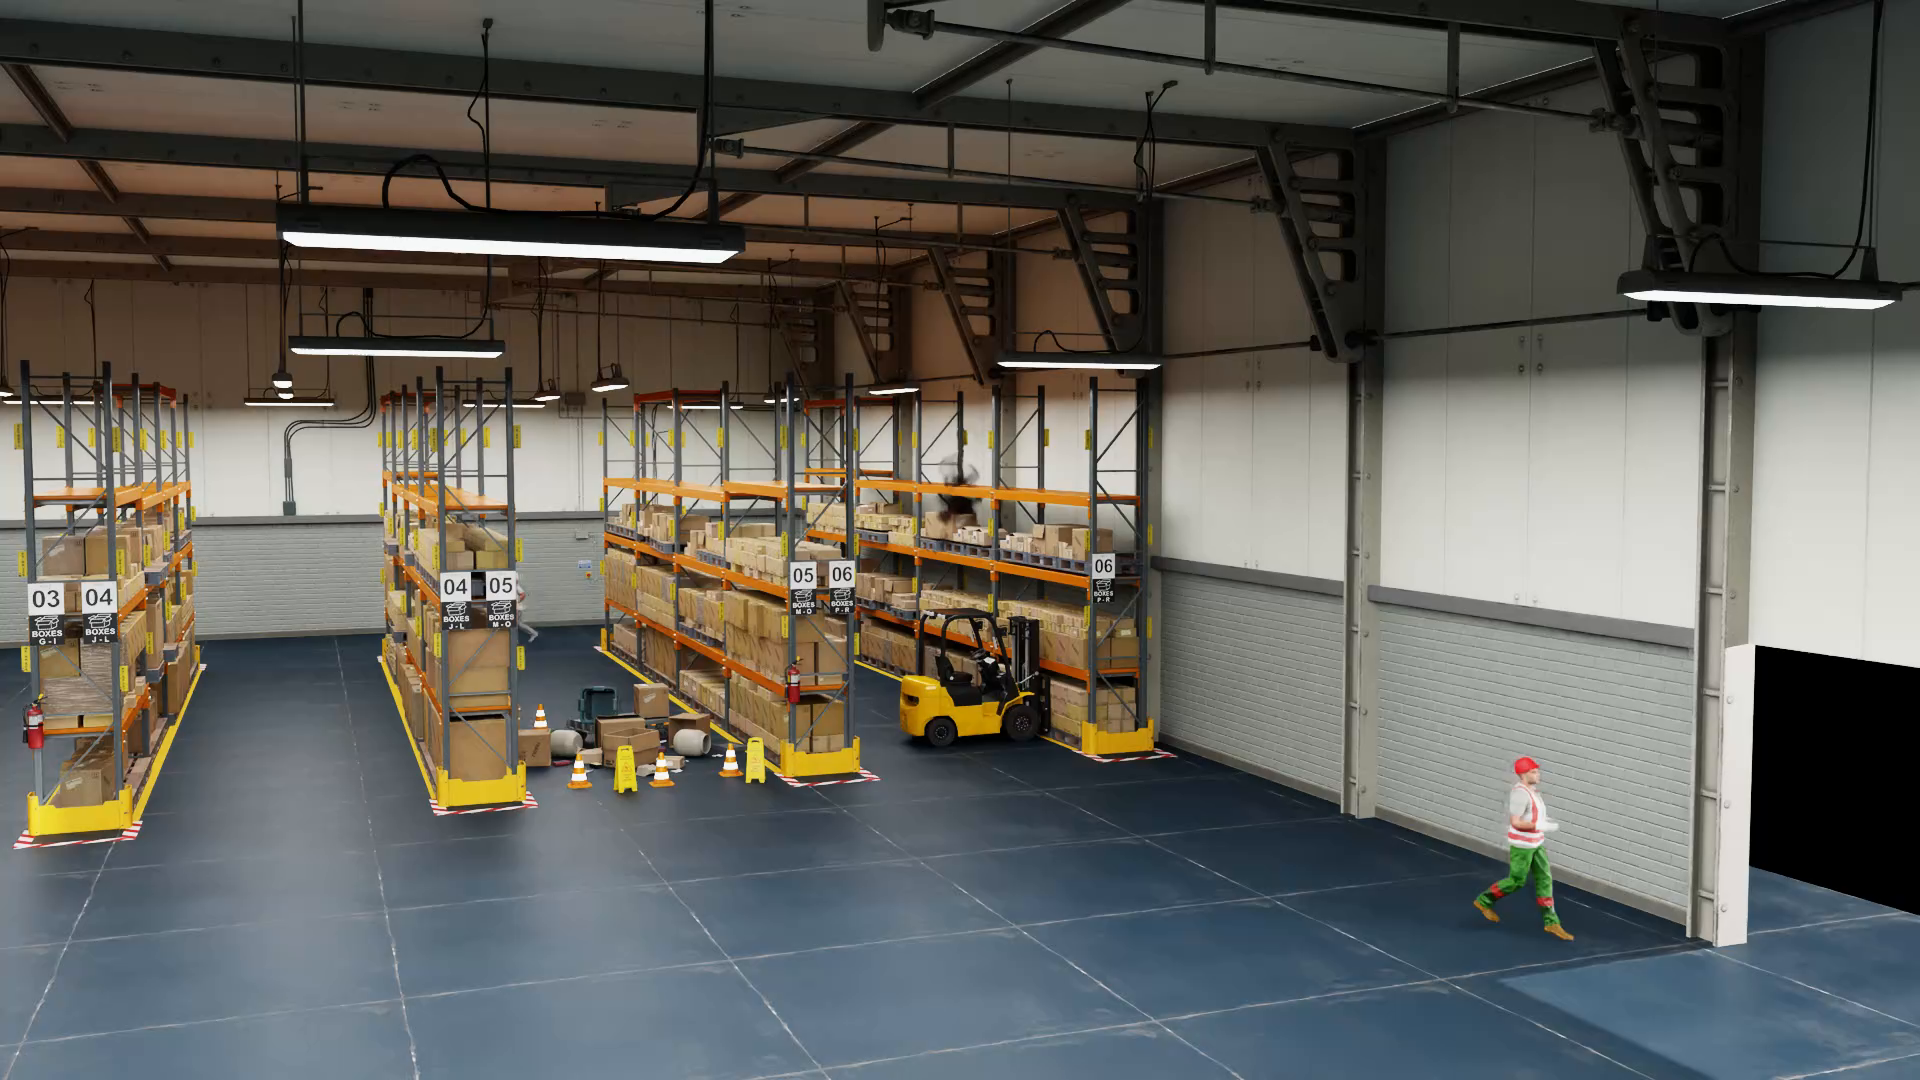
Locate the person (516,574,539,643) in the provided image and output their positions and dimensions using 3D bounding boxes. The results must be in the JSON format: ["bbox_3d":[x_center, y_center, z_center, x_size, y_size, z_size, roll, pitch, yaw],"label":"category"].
[{"bbox_3d":[-10.655,1.700,40.043,0.994,1.792,0.693,-1,4,-17],"label":"person"}]

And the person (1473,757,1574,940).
[{"bbox_3d":[5.693,3.081,16.775,0.987,1.799,0.653,3,4,38],"label":"person"}]
